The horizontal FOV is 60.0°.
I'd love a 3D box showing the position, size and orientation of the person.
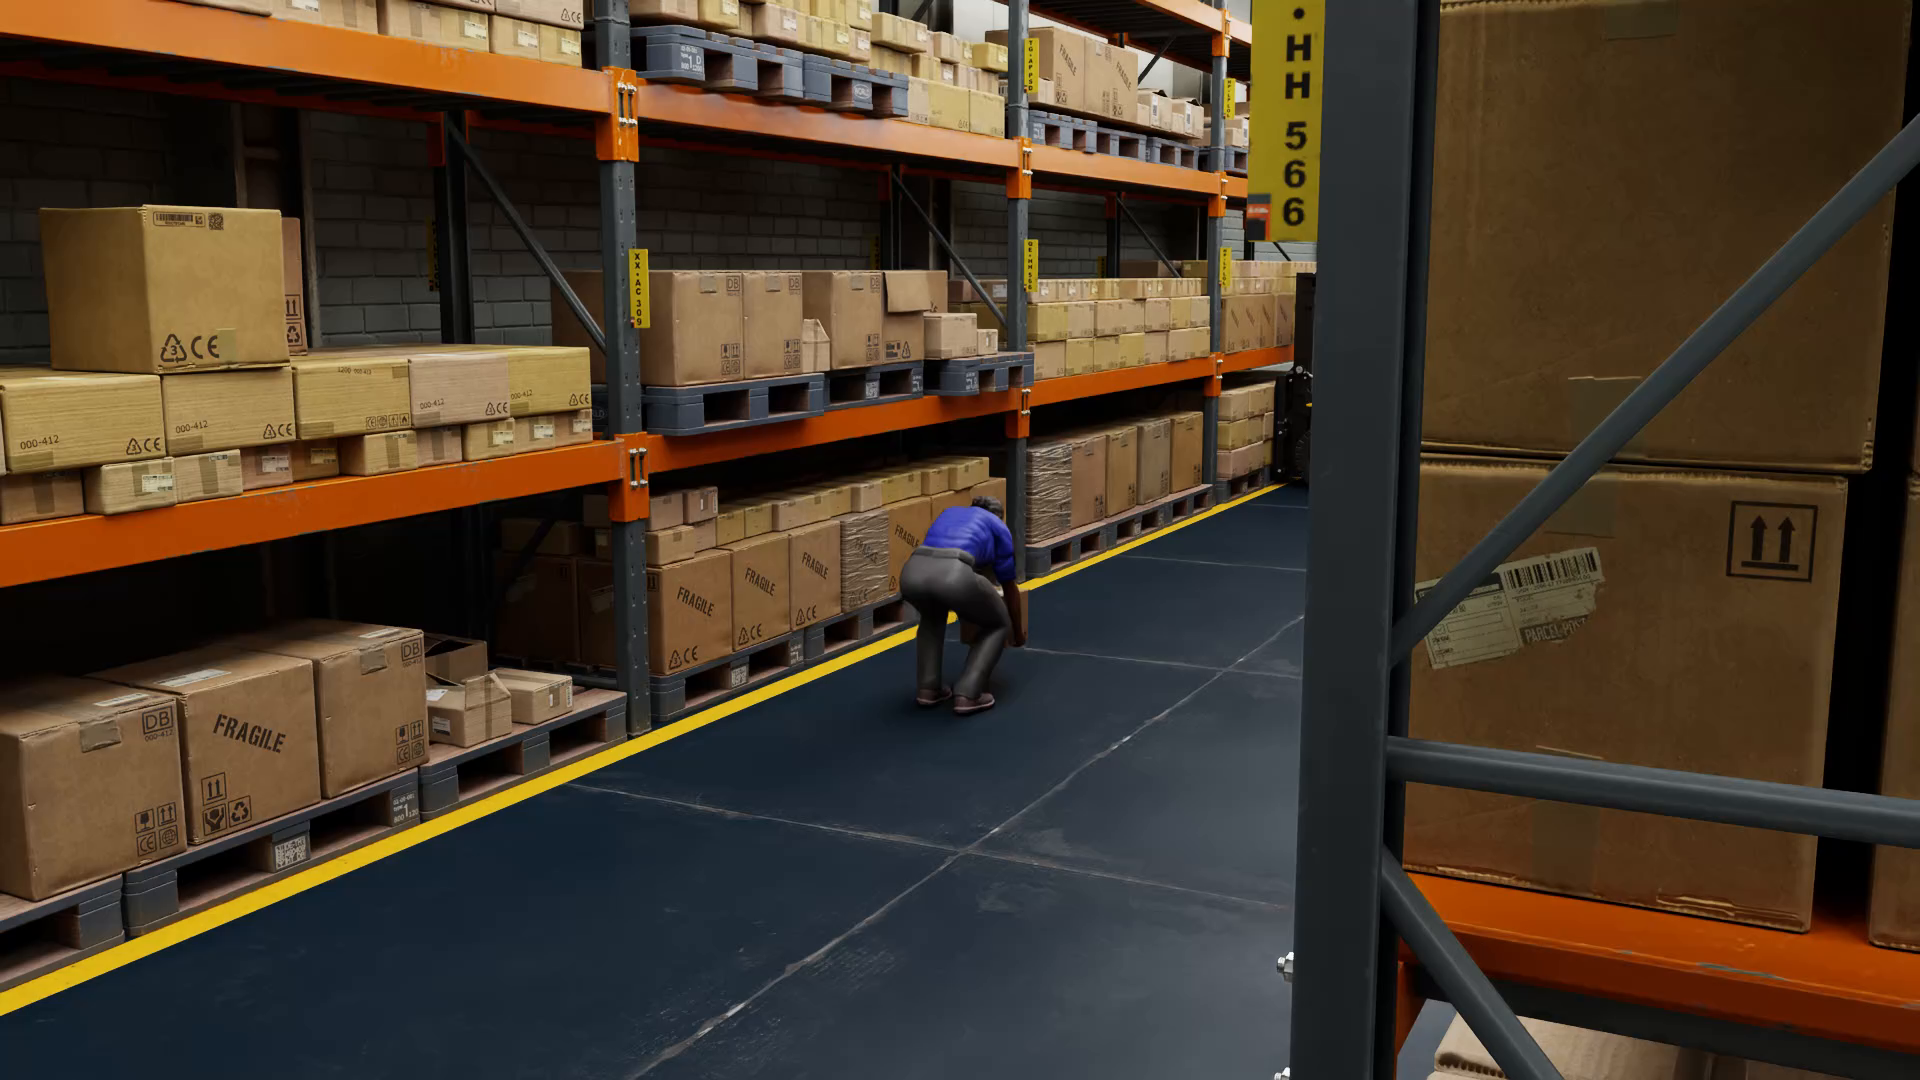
[{"bbox_3d":[0.021,0.291,7.833,0.459,0.947,0.867,4,10,24],"label":"person"}]
